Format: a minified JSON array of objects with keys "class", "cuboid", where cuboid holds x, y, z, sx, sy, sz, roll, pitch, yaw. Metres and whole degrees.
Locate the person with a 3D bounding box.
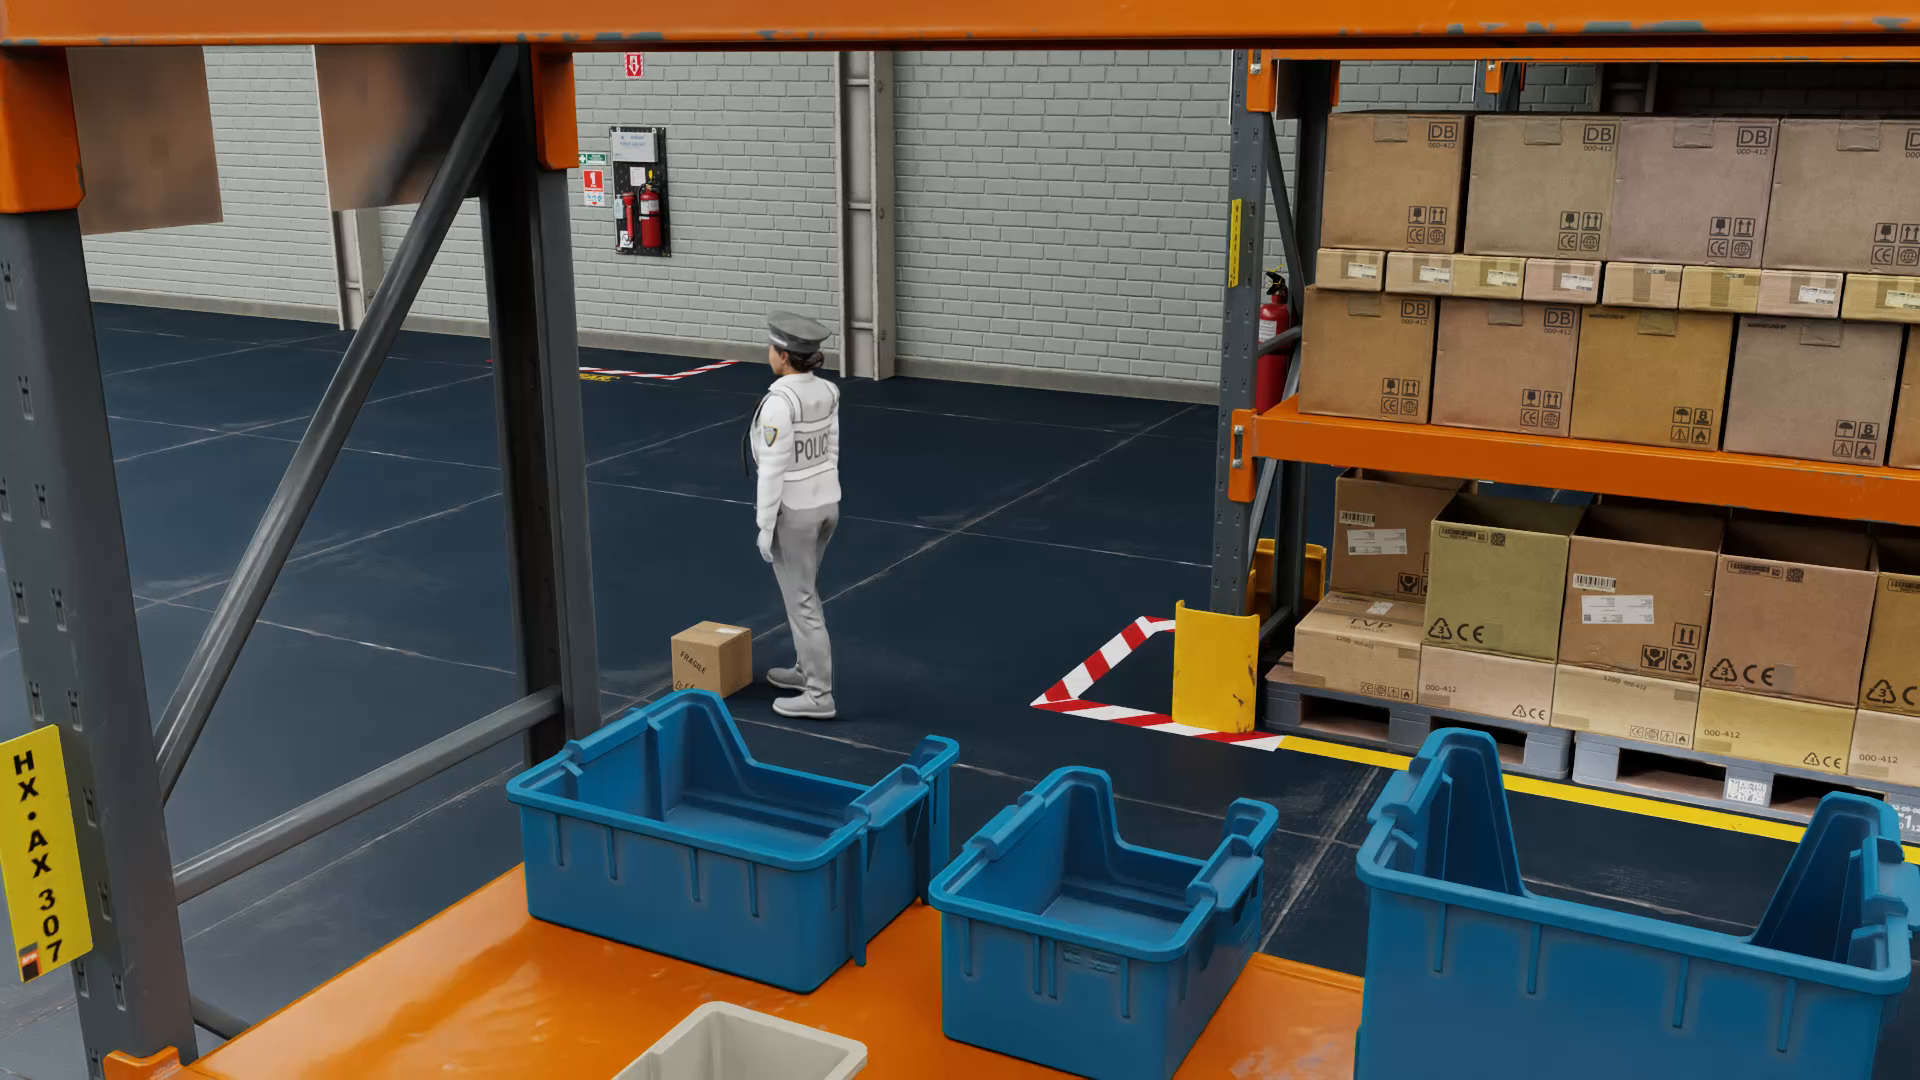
[{"class":"person","cuboid":[-0.703,-0.109,6.876,0.487,1.679,0.476,8,18,27]}]
